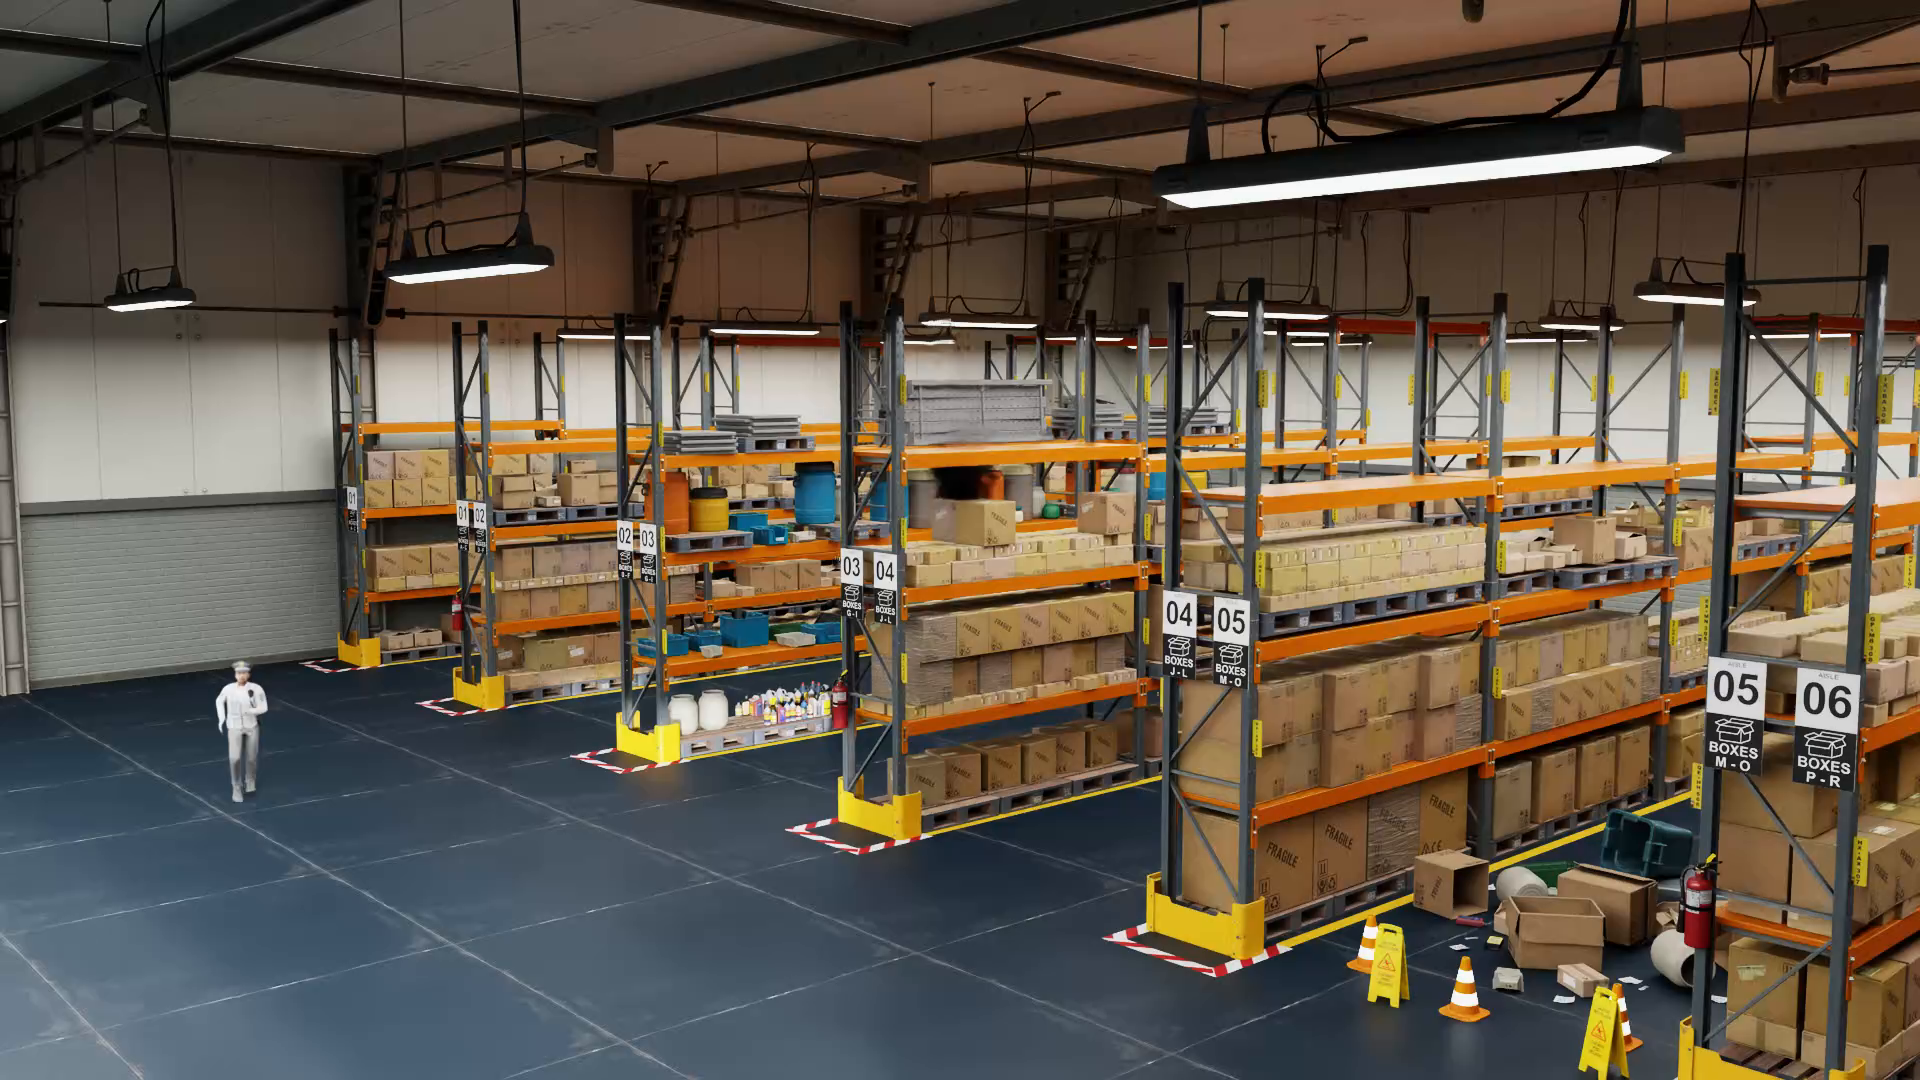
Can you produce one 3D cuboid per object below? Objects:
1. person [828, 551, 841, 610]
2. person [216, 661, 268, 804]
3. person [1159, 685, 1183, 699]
[{"bbox_3d":[-2.373,0.991,33.682,0.638,1.784,0.781,4,7,36],"label":"person"},{"bbox_3d":[-8.737,2.327,20.263,0.579,1.730,0.713,-2,6,-23],"label":"person"},{"bbox_3d":[3.267,1.902,24.832,0.604,1.624,0.587,5,7,40],"label":"person"}]
